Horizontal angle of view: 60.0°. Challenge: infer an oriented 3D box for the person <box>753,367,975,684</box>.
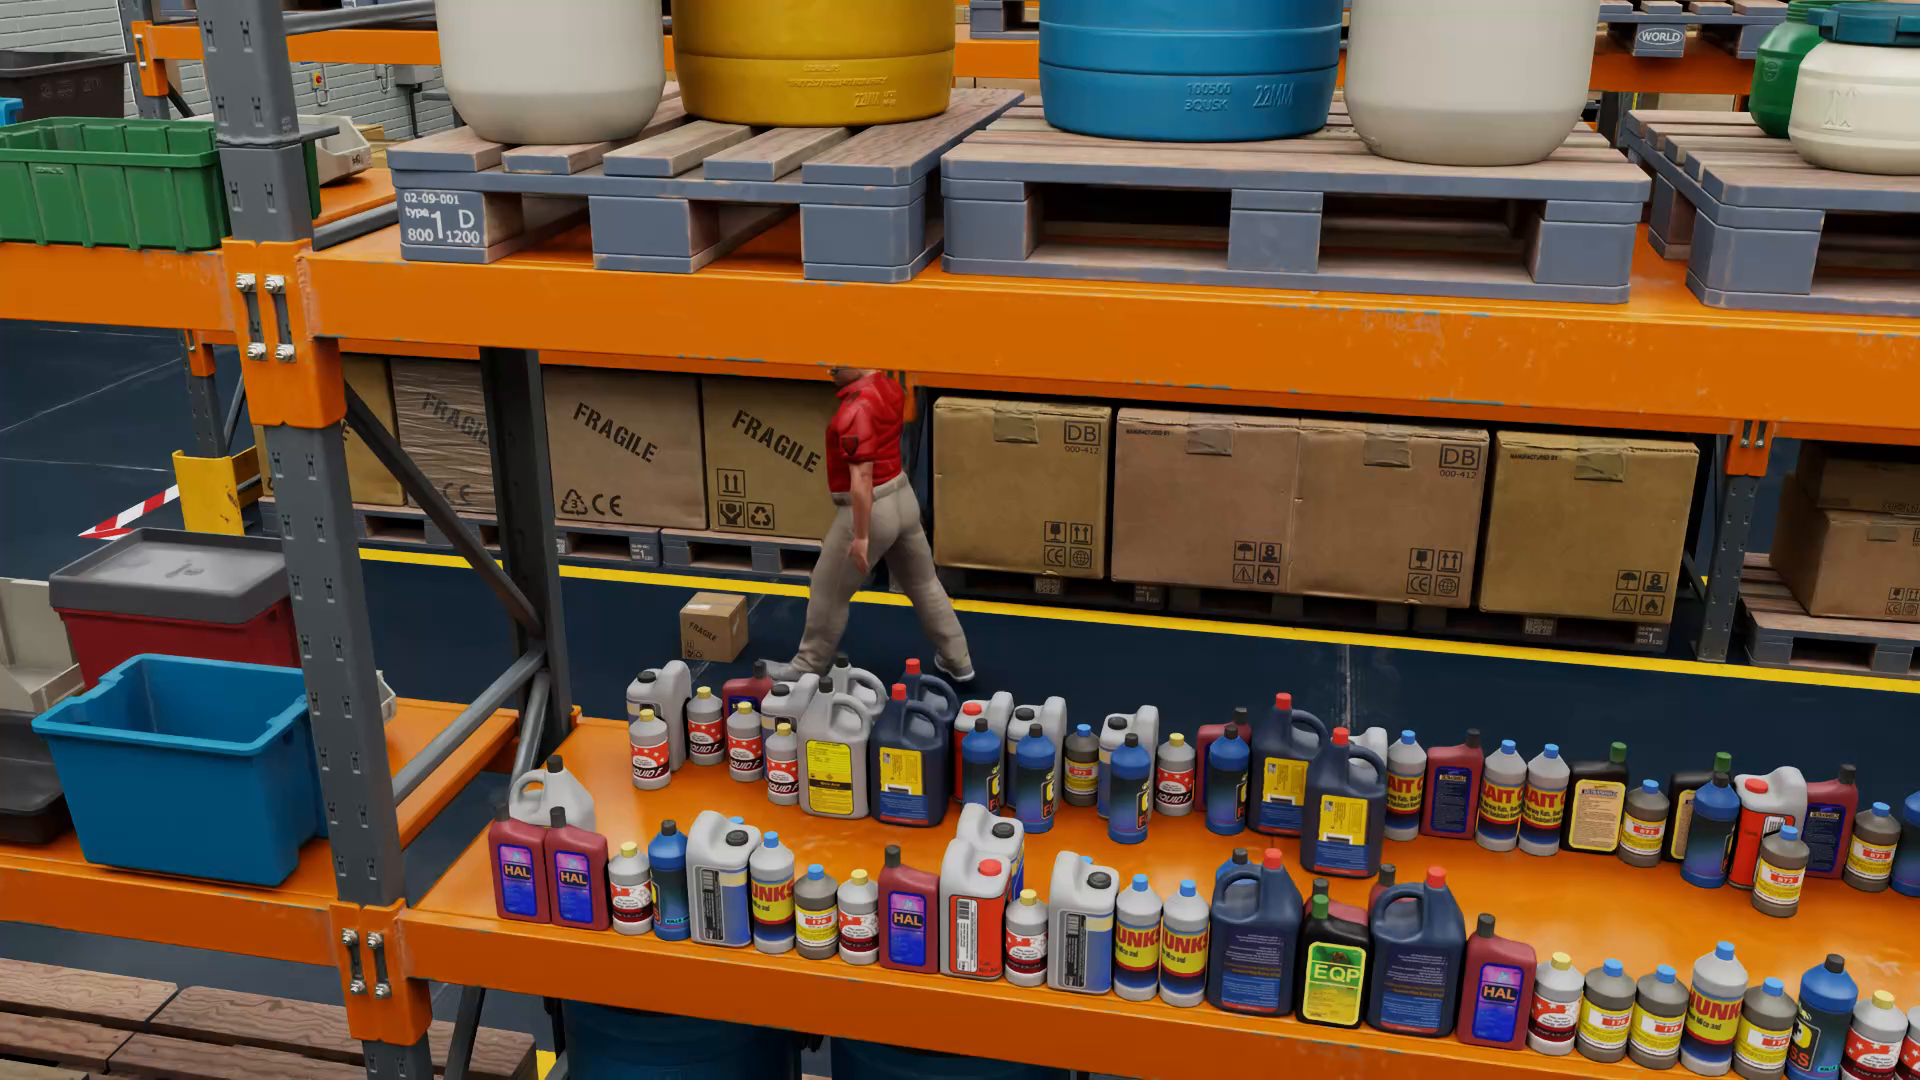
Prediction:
[{"bbox_3d":[-0.411,-0.130,7.447,0.913,1.688,0.687,11,24,26],"label":"person"}]
